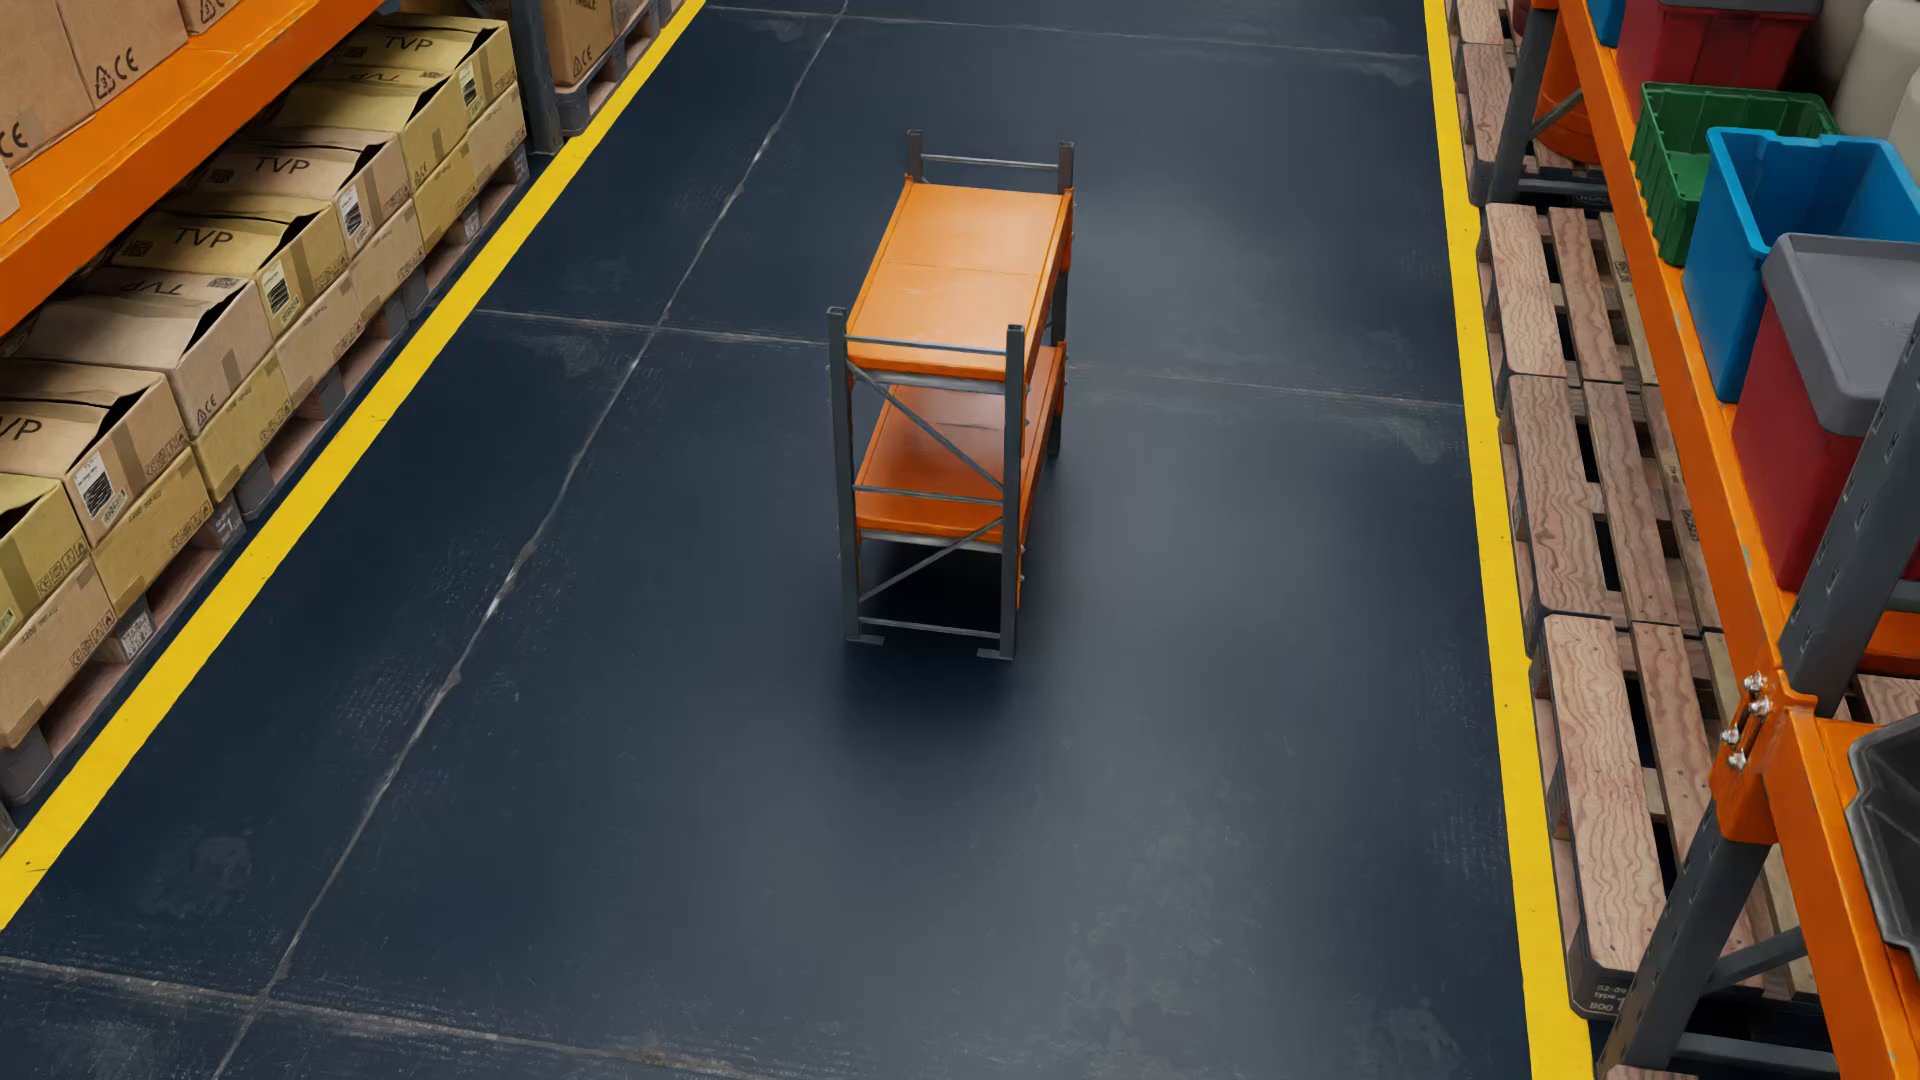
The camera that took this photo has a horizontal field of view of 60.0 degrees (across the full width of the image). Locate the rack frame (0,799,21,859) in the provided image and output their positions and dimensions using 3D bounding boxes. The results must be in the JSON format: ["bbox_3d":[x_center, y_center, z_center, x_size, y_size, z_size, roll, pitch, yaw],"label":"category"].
[{"bbox_3d":[-2.946,-0.409,3.391,1.000,3.000,0.127,6,40,8],"label":"rack frame"}]

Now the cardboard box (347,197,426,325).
[{"bbox_3d":[-2.281,-1.025,5.965,0.500,0.250,0.500,7,40,9],"label":"cardboard box"}]

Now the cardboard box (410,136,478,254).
[{"bbox_3d":[-2.191,-1.341,6.346,0.500,0.250,0.500,6,40,7],"label":"cardboard box"}]

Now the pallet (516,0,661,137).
[{"bbox_3d":[-2.088,-2.309,7.877,1.003,0.211,1.213,6,40,8],"label":"pallet"}]

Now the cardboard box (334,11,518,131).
[{"bbox_3d":[-2.102,-1.882,6.560,0.500,0.311,0.500,7,40,9],"label":"cardboard box"}]

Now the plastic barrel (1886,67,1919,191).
[{"bbox_3d":[2.440,-0.950,3.938,0.433,0.535,0.433,0,40,0],"label":"plastic barrel"}]

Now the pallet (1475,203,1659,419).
[{"bbox_3d":[2.452,-0.814,6.069,1.003,0.211,1.213,6,40,8],"label":"pallet"}]

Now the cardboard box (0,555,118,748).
[{"bbox_3d":[-2.633,0.263,4.406,0.500,0.250,0.500,5,40,7],"label":"cardboard box"}]

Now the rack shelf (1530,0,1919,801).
[{"bbox_3d":[2.278,-0.839,4.475,1.077,0.370,4.000,6,40,8],"label":"rack shelf"}]

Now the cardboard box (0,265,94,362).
[{"bbox_3d":[-2.986,-0.653,5.075,0.500,0.311,0.500,6,40,8],"label":"cardboard box"}]

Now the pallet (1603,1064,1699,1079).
[{"bbox_3d":[1.774,1.631,3.112,1.003,0.211,1.213,6,40,8],"label":"pallet"}]

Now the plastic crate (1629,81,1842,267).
[{"bbox_3d":[1.955,-0.903,4.155,0.450,0.188,0.662,6,40,8],"label":"plastic crate"}]

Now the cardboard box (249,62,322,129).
[{"bbox_3d":[-2.717,-1.611,6.233,0.500,0.311,0.500,5,40,7],"label":"cardboard box"}]

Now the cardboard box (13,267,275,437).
[{"bbox_3d":[-2.449,-0.598,5.007,0.500,0.311,0.500,5,40,6],"label":"cardboard box"}]

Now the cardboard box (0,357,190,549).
[{"bbox_3d":[-2.538,-0.273,4.614,0.500,0.311,0.500,6,40,7],"label":"cardboard box"}]

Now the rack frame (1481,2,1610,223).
[{"bbox_3d":[2.624,-2.371,5.764,1.000,3.000,0.127,6,40,8],"label":"rack frame"}]

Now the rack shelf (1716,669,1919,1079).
[{"bbox_3d":[1.586,1.672,1.439,1.077,0.370,4.000,6,40,8],"label":"rack shelf"}]

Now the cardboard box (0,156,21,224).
[{"bbox_3d":[-2.592,-0.846,4.116,0.380,0.149,0.250,6,40,8],"label":"cardboard box"}]

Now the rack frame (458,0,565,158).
[{"bbox_3d":[-2.254,-2.920,6.427,1.000,3.000,0.127,6,40,8],"label":"rack frame"}]

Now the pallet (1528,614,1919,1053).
[{"bbox_3d":[2.029,0.717,4.217,1.003,0.211,1.213,6,40,8],"label":"pallet"}]

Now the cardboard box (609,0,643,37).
[{"bbox_3d":[-1.809,-2.709,7.789,0.500,0.500,0.500,5,40,6],"label":"cardboard box"}]

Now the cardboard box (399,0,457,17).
[{"bbox_3d":[-2.324,-2.739,7.825,0.500,0.500,0.500,8,40,9],"label":"cardboard box"}]

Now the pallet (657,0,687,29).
[{"bbox_3d":[-1.874,-3.073,8.801,1.003,0.211,1.213,6,40,8],"label":"pallet"}]

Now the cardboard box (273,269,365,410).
[{"bbox_3d":[-2.367,-0.702,5.574,0.500,0.250,0.500,7,40,9],"label":"cardboard box"}]

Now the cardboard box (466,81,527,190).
[{"bbox_3d":[-2.105,-1.665,6.738,0.500,0.250,0.500,7,40,9],"label":"cardboard box"}]

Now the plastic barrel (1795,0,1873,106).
[{"bbox_3d":[2.583,-1.481,4.599,0.421,0.512,0.421,0,40,0],"label":"plastic barrel"}]

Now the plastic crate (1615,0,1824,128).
[{"bbox_3d":[2.043,-1.415,4.558,0.402,0.464,0.583,6,40,8],"label":"plastic crate"}]

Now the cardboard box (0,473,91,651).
[{"bbox_3d":[-2.629,0.041,4.235,0.500,0.311,0.500,7,40,8],"label":"cardboard box"}]

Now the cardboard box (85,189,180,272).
[{"bbox_3d":[-2.895,-0.968,5.455,0.500,0.311,0.500,6,40,7],"label":"cardboard box"}]

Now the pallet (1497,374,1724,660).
[{"bbox_3d":[2.238,-0.051,5.146,1.003,0.211,1.213,6,40,8],"label":"pallet"}]

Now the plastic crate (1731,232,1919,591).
[{"bbox_3d":[1.714,-0.223,3.115,0.402,0.464,0.583,6,40,8],"label":"plastic crate"}]

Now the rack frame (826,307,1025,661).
[{"bbox_3d":[-0.087,-0.119,4.511,0.500,1.125,0.032,6,40,8],"label":"rack frame"}]

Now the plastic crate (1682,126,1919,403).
[{"bbox_3d":[1.816,-0.581,3.611,0.392,0.384,0.575,6,40,8],"label":"plastic crate"}]

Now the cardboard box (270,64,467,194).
[{"bbox_3d":[-2.186,-1.555,6.165,0.500,0.311,0.500,6,40,7],"label":"cardboard box"}]

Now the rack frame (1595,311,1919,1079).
[{"bbox_3d":[1.932,0.139,2.728,1.000,3.000,0.127,6,40,8],"label":"rack frame"}]

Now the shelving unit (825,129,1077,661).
[{"bbox_3d":[0.001,-0.438,4.897,0.538,1.125,1.048,6,40,8],"label":"shelving unit"}]

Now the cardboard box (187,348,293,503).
[{"bbox_3d":[-2.456,-0.383,5.188,0.500,0.250,0.500,5,40,6],"label":"cardboard box"}]

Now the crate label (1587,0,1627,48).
[{"bbox_3d":[2.186,-1.791,5.034,0.502,0.435,0.616,6,40,8],"label":"crate label"}]

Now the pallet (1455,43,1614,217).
[{"bbox_3d":[2.719,-1.796,7.256,1.003,0.211,1.213,6,40,8],"label":"pallet"}]

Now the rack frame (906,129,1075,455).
[{"bbox_3d":[0.089,-0.757,5.283,0.500,1.125,0.032,6,40,8],"label":"rack frame"}]

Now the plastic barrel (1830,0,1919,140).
[{"bbox_3d":[2.515,-1.221,4.267,0.433,0.535,0.433,0,40,0],"label":"plastic barrel"}]

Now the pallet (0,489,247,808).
[{"bbox_3d":[-2.857,0.199,4.844,1.003,0.211,1.213,6,40,8],"label":"pallet"}]

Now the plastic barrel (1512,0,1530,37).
[{"bbox_3d":[2.887,-2.621,7.629,0.600,0.588,0.708,6,40,8],"label":"plastic barrel"}]

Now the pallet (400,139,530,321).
[{"bbox_3d":[-2.435,-1.333,6.696,1.003,0.211,1.213,6,40,8],"label":"pallet"}]

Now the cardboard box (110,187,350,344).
[{"bbox_3d":[-2.365,-0.924,5.402,0.500,0.311,0.500,7,40,9],"label":"cardboard box"}]

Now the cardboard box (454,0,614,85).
[{"bbox_3d":[-1.894,-2.380,7.391,0.500,0.500,0.500,8,40,10],"label":"cardboard box"}]

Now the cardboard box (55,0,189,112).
[{"bbox_3d":[-2.620,-1.573,4.720,0.500,0.500,0.500,6,40,8],"label":"cardboard box"}]

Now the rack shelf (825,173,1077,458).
[{"bbox_3d":[0.001,-0.663,4.710,0.538,0.278,1.000,6,40,8],"label":"rack shelf"}]

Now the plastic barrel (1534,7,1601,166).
[{"bbox_3d":[2.692,-2.005,6.695,0.600,0.830,0.708,6,40,8],"label":"plastic barrel"}]

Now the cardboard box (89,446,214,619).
[{"bbox_3d":[-2.543,-0.058,4.794,0.500,0.250,0.500,7,40,9],"label":"cardboard box"}]

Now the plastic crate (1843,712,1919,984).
[{"bbox_3d":[1.716,0.478,2.367,0.767,0.338,0.504,6,40,8],"label":"plastic crate"}]

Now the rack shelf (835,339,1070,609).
[{"bbox_3d":[0.001,-0.249,5.053,0.538,0.278,1.000,6,40,8],"label":"rack shelf"}]

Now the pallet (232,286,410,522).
[{"bbox_3d":[-2.648,-0.569,5.773,1.003,0.211,1.213,6,40,8],"label":"pallet"}]

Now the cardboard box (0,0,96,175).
[{"bbox_3d":[-2.706,-1.259,4.340,0.500,0.500,0.500,9,40,11],"label":"cardboard box"}]

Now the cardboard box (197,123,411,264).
[{"bbox_3d":[-2.276,-1.239,5.782,0.500,0.311,0.500,6,40,7],"label":"cardboard box"}]

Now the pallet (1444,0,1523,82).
[{"bbox_3d":[2.933,-2.559,8.180,1.003,0.211,1.213,6,40,8],"label":"pallet"}]

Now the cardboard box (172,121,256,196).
[{"bbox_3d":[-2.807,-1.291,5.846,0.500,0.311,0.500,5,40,6],"label":"cardboard box"}]

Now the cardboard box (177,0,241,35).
[{"bbox_3d":[-2.528,-1.903,5.120,0.500,0.500,0.500,4,40,5],"label":"cardboard box"}]

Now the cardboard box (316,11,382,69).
[{"bbox_3d":[-2.634,-1.942,6.633,0.500,0.311,0.500,8,40,9],"label":"cardboard box"}]
